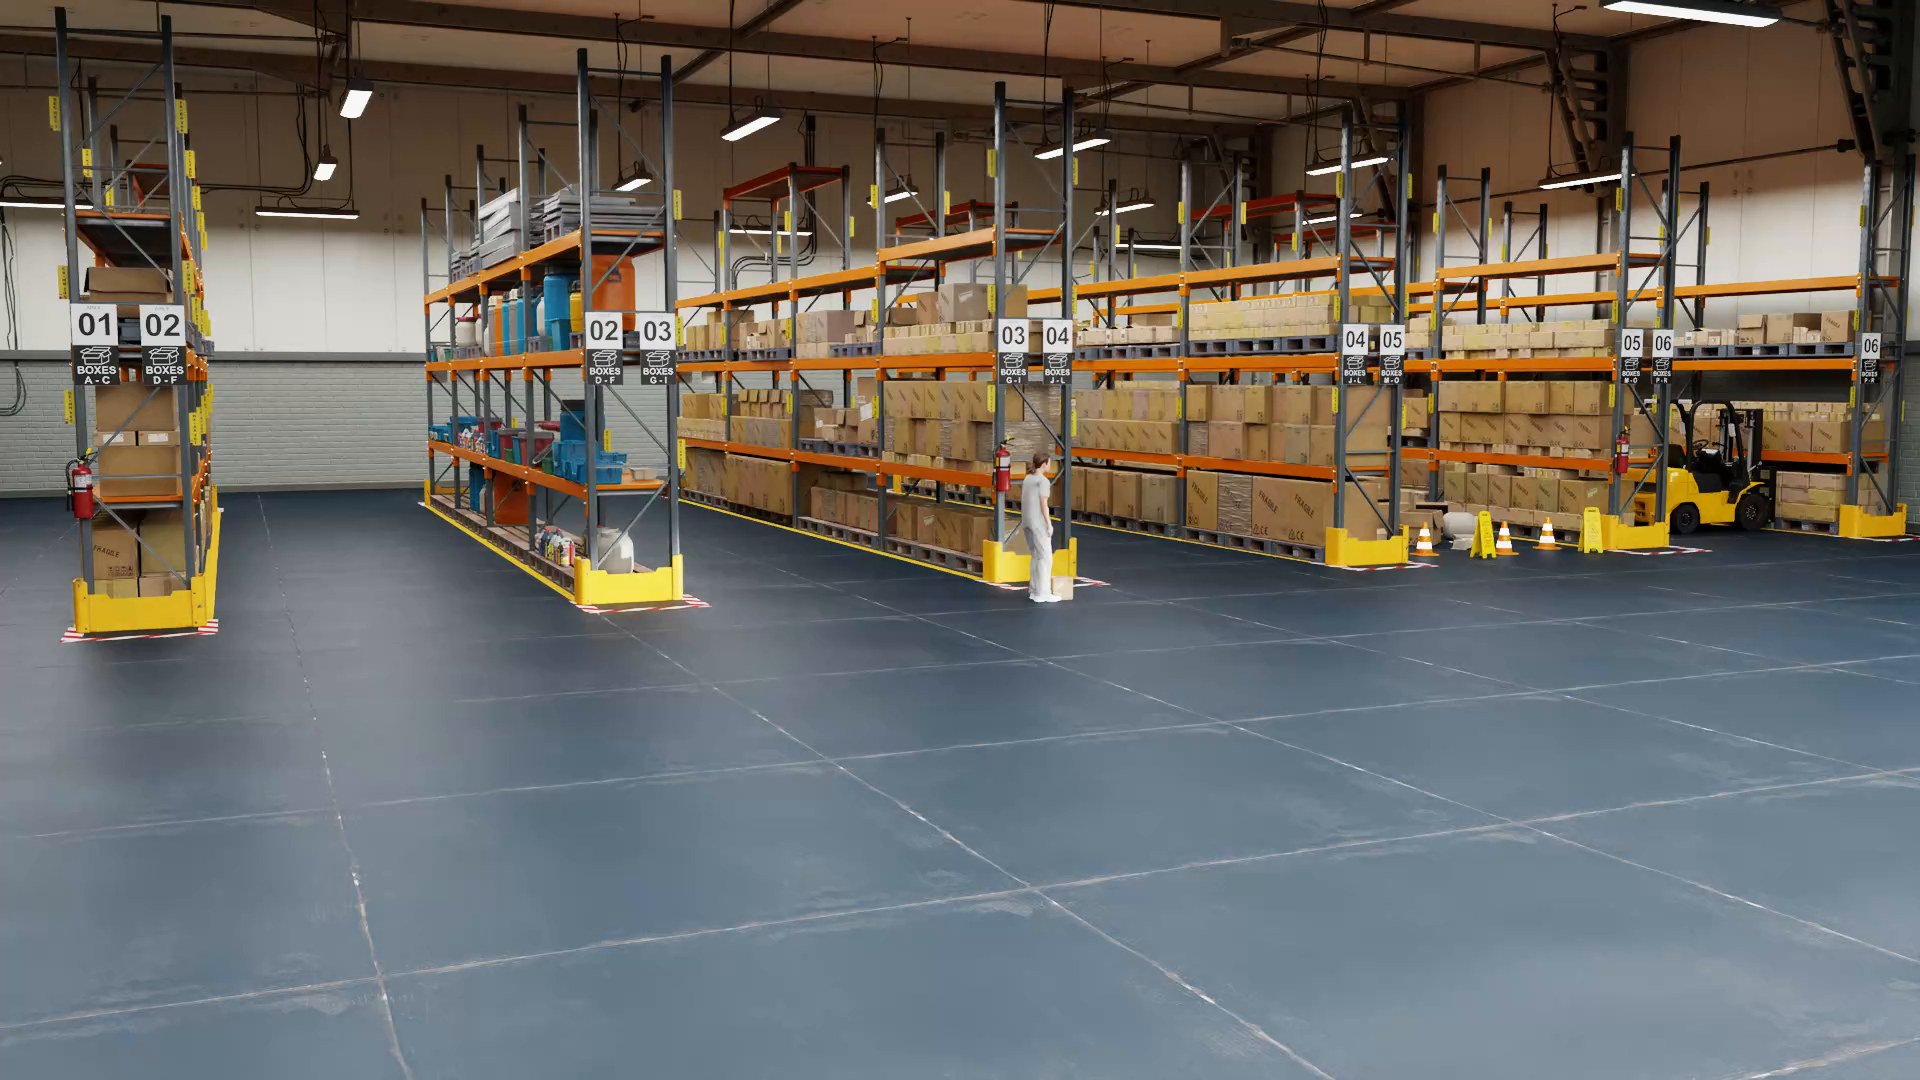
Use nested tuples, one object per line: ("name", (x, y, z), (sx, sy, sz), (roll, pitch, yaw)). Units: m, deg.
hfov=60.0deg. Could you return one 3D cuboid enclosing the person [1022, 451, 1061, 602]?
("person", (0.907, -0.042, 18.630), (0.405, 1.438, 0.495), (-2, 6, -24))
